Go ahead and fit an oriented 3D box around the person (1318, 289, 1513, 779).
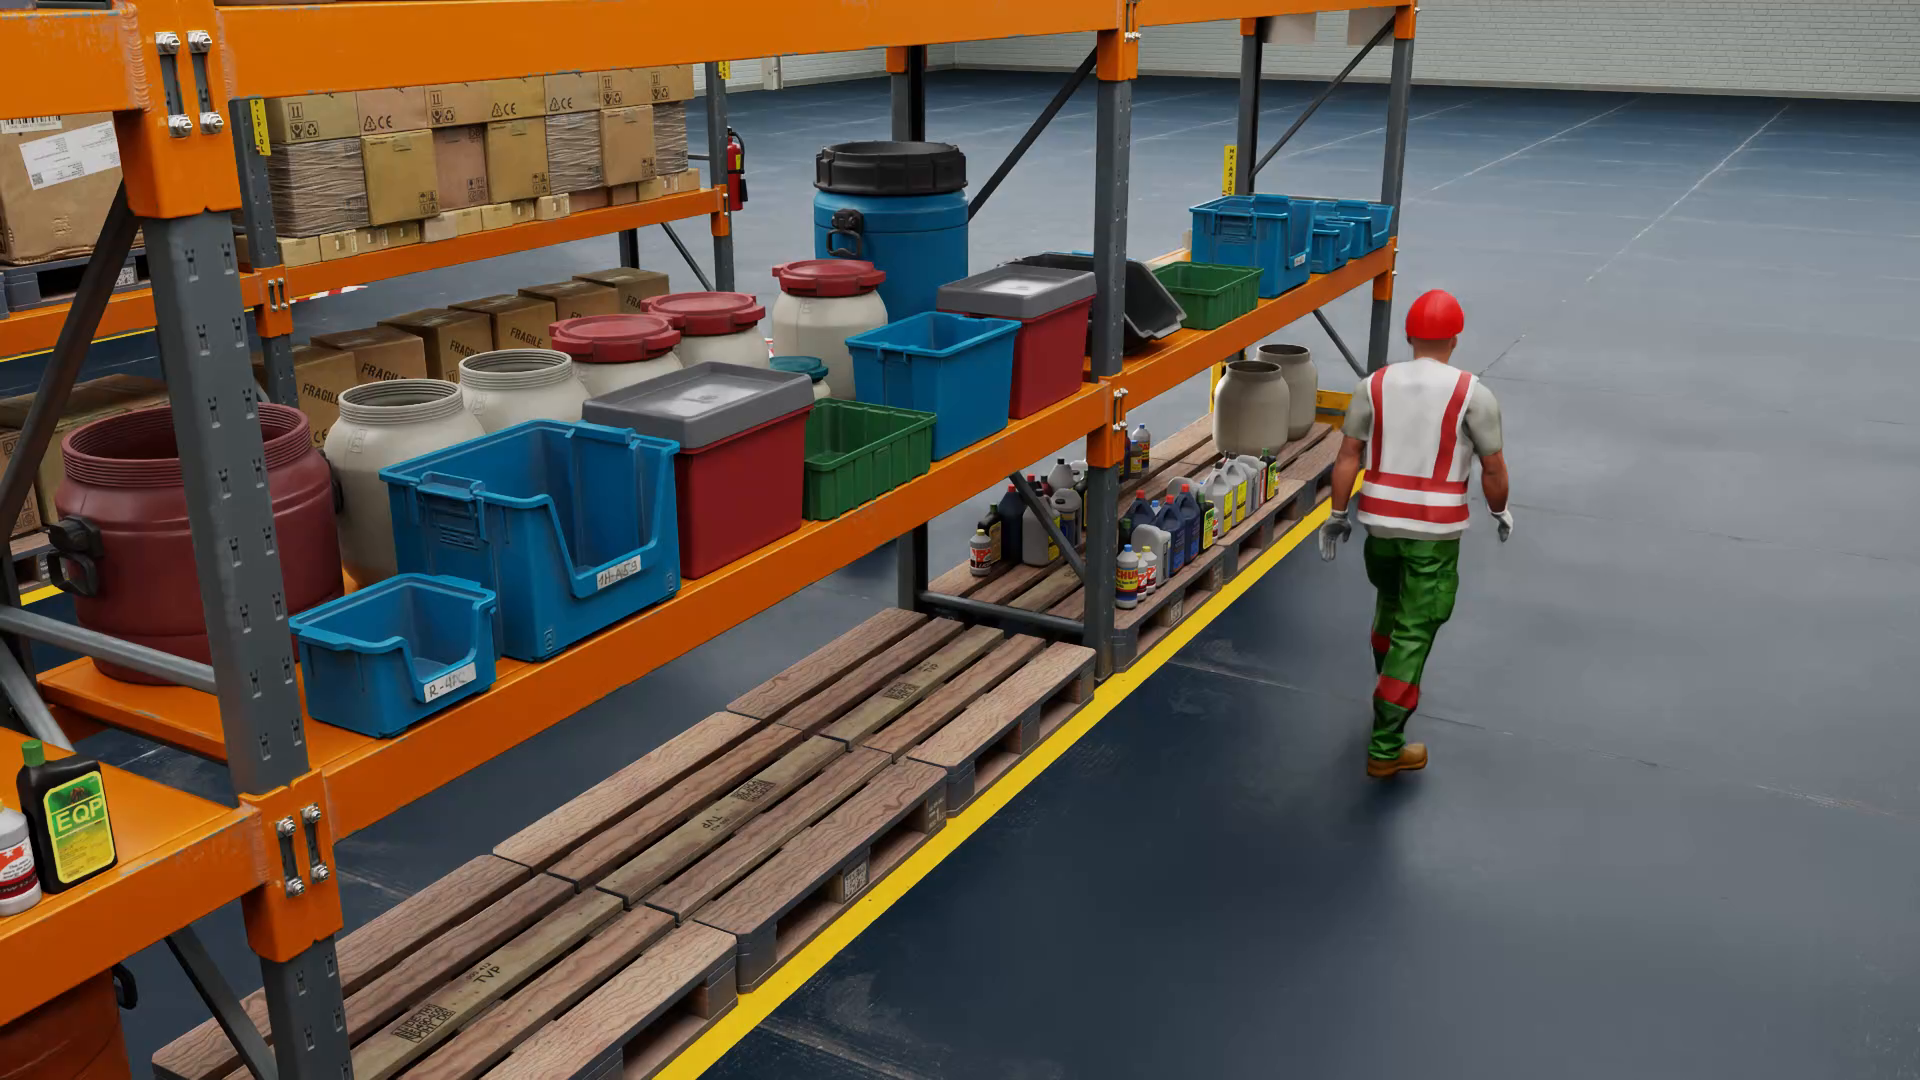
[{"bbox_3d":[1.702,-0.054,6.248,0.630,1.777,0.952,13,23,34],"label":"person"}]
